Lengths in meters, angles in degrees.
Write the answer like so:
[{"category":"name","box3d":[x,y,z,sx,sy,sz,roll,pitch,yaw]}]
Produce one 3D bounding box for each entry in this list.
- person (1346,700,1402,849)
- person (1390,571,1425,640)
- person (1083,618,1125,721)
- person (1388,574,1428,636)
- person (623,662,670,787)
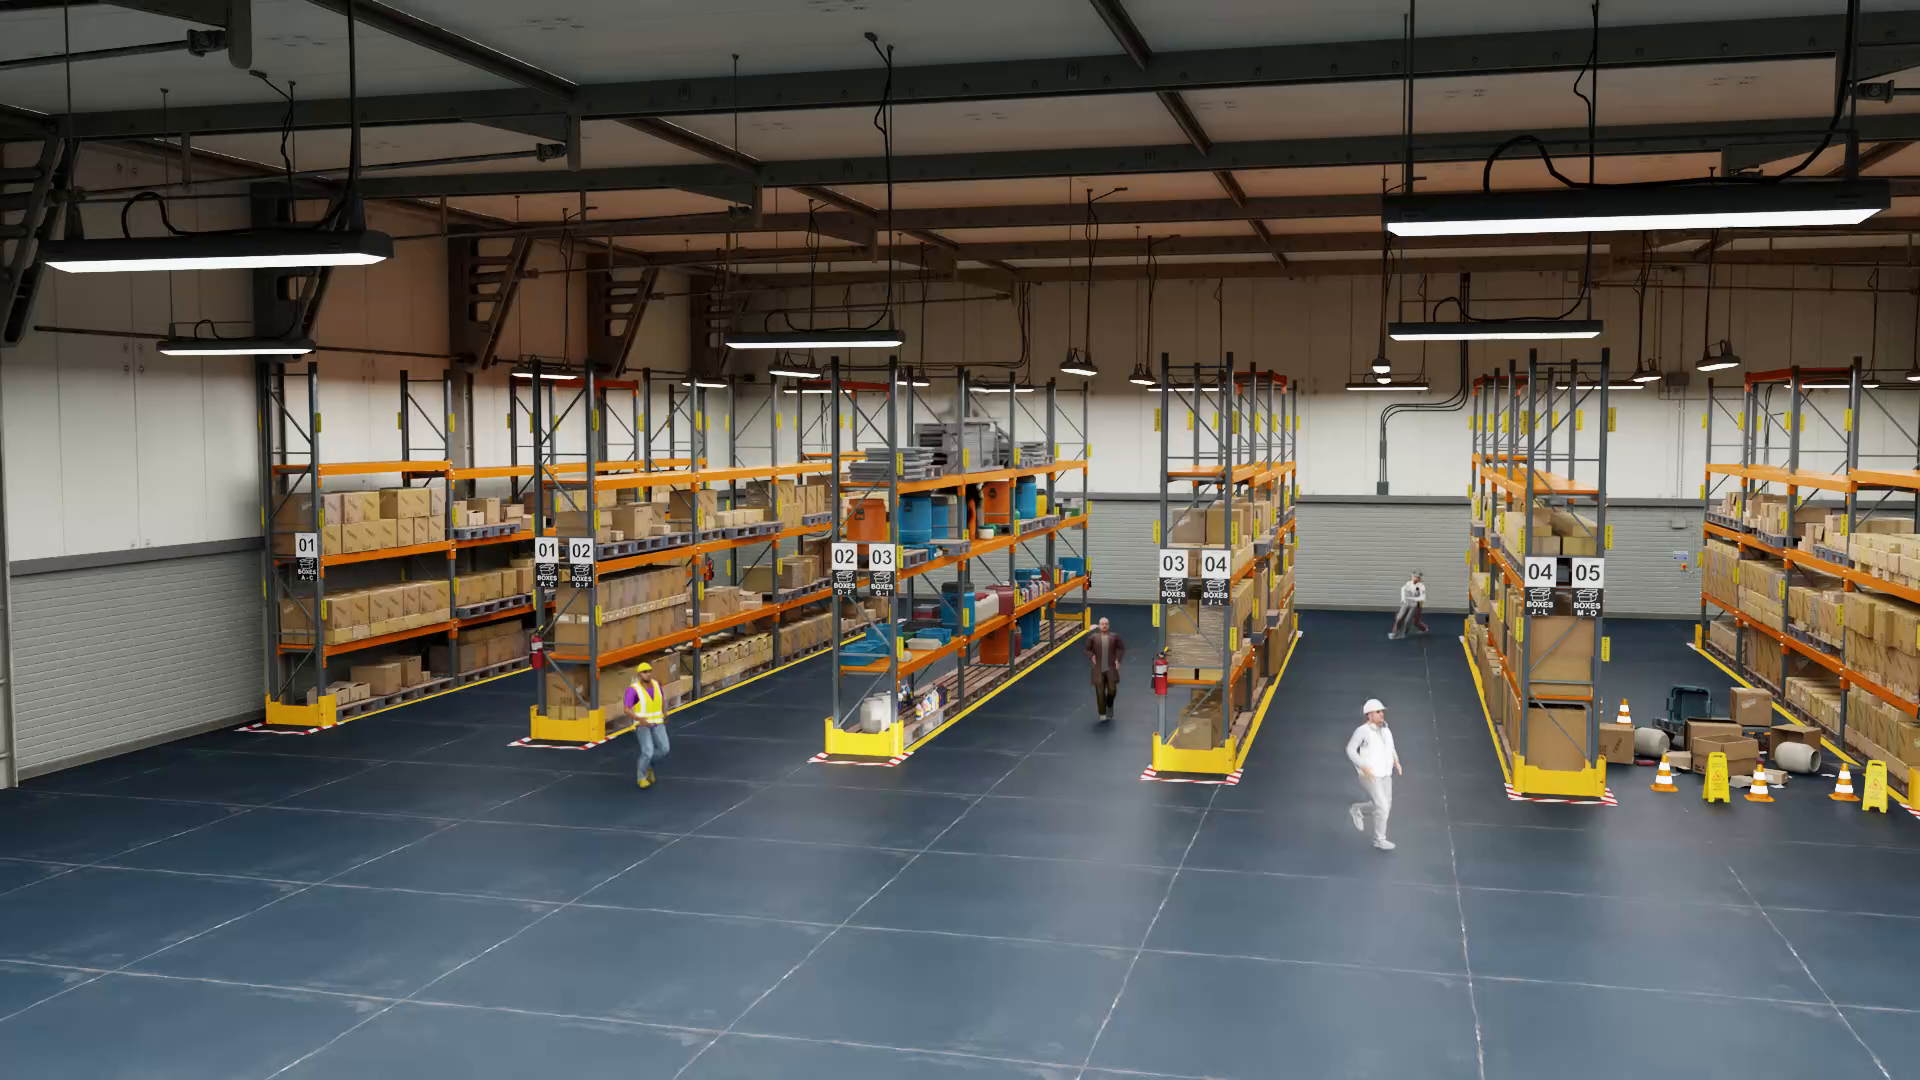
[{"category":"person","box3d":[4.871,2.747,19.690,0.695,1.737,0.771,-3,5,-34]},{"category":"person","box3d":[10.328,1.517,38.268,0.790,1.640,0.634,2,5,31]},{"category":"person","box3d":[2.423,2.171,27.856,0.703,1.729,0.651,0,4,2]},{"category":"person","box3d":[10.606,1.503,38.848,1.038,1.518,0.632,-2,4,-26]},{"category":"person","box3d":[-4.255,2.534,22.814,0.712,1.721,0.549,-4,5,-42]}]
